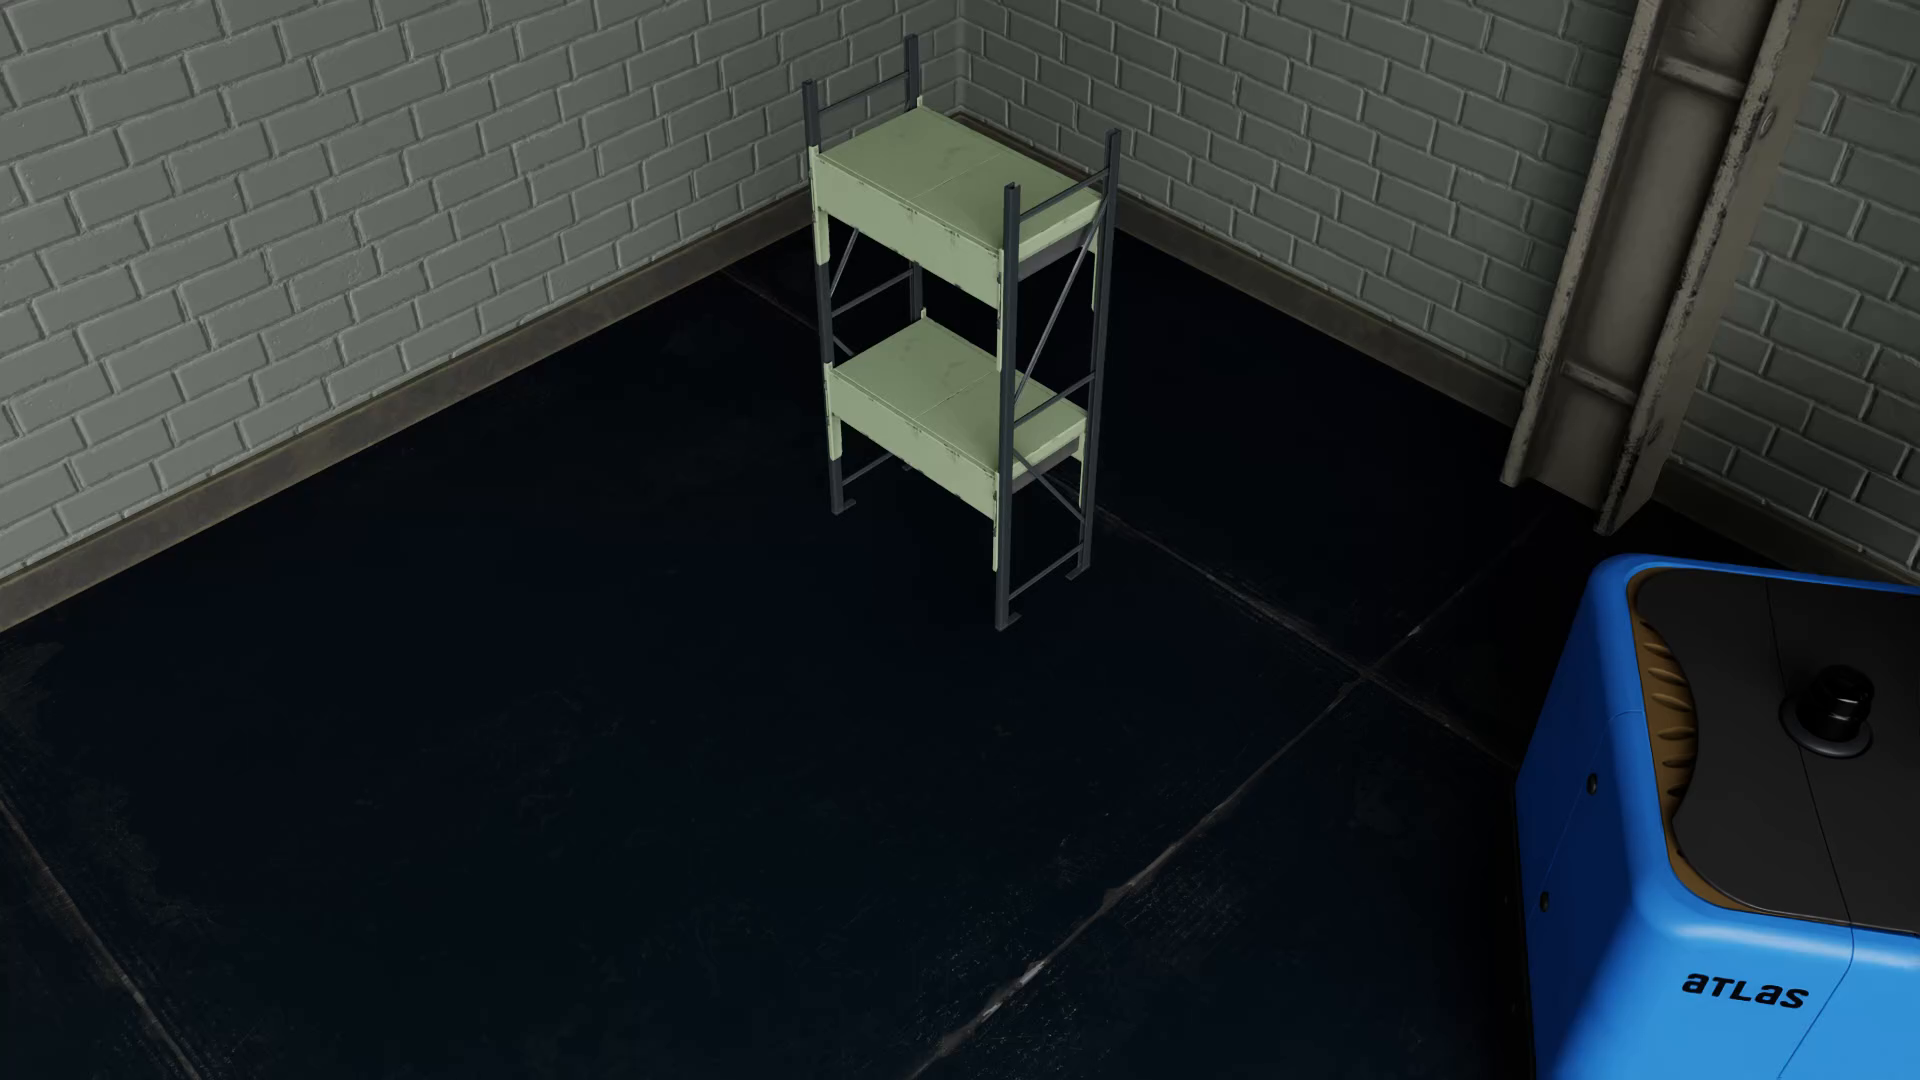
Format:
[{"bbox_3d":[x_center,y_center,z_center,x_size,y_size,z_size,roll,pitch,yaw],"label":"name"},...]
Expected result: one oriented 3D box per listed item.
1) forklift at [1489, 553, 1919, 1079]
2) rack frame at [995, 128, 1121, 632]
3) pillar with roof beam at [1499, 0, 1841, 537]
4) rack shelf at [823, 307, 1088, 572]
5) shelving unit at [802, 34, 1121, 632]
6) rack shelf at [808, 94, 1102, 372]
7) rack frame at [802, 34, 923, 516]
[{"bbox_3d":[2.778,0.233,2.839,3.031,2.935,1.130,7,43,8],"label":"forklift"},{"bbox_3d":[0.254,-0.378,4.554,0.400,1.500,0.023,-34,53,-31],"label":"rack frame"},{"bbox_3d":[-1.031,-1.418,0.153,9.100,9.000,0.400,-34,53,-31],"label":"pillar with roof beam"},{"bbox_3d":[-0.005,-0.315,4.966,0.431,0.370,0.720,-34,53,-31],"label":"rack shelf"},{"bbox_3d":[-0.005,-0.554,4.744,0.431,1.500,0.755,-34,53,-31],"label":"shelving unit"},{"bbox_3d":[-0.005,-0.841,4.480,0.431,0.370,0.720,-34,53,-31],"label":"rack shelf"},{"bbox_3d":[-0.263,-0.730,4.935,0.400,1.500,0.023,-34,53,-31],"label":"rack frame"}]
